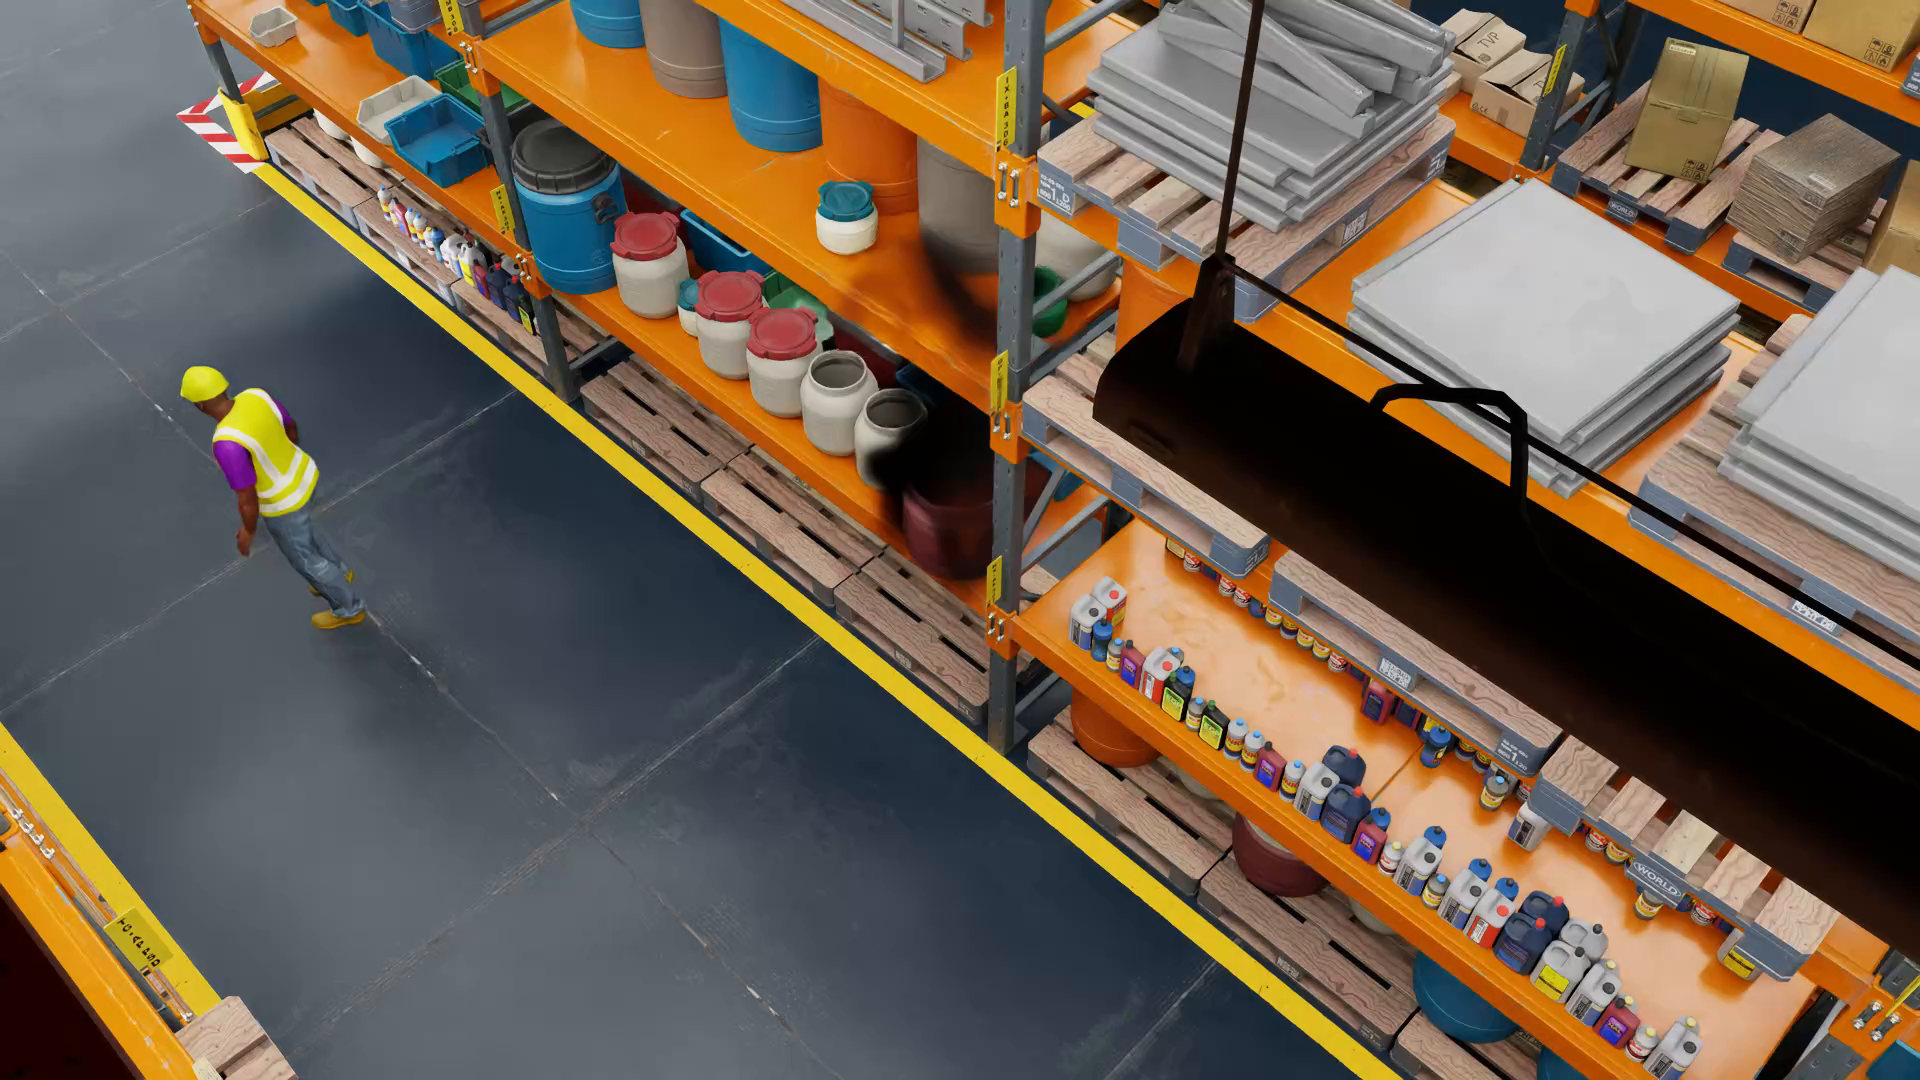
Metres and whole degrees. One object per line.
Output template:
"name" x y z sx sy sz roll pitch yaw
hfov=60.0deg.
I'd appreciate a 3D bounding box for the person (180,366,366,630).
"person" -3.746 -0.227 9.129 0.646 1.744 0.717 1 50 1
